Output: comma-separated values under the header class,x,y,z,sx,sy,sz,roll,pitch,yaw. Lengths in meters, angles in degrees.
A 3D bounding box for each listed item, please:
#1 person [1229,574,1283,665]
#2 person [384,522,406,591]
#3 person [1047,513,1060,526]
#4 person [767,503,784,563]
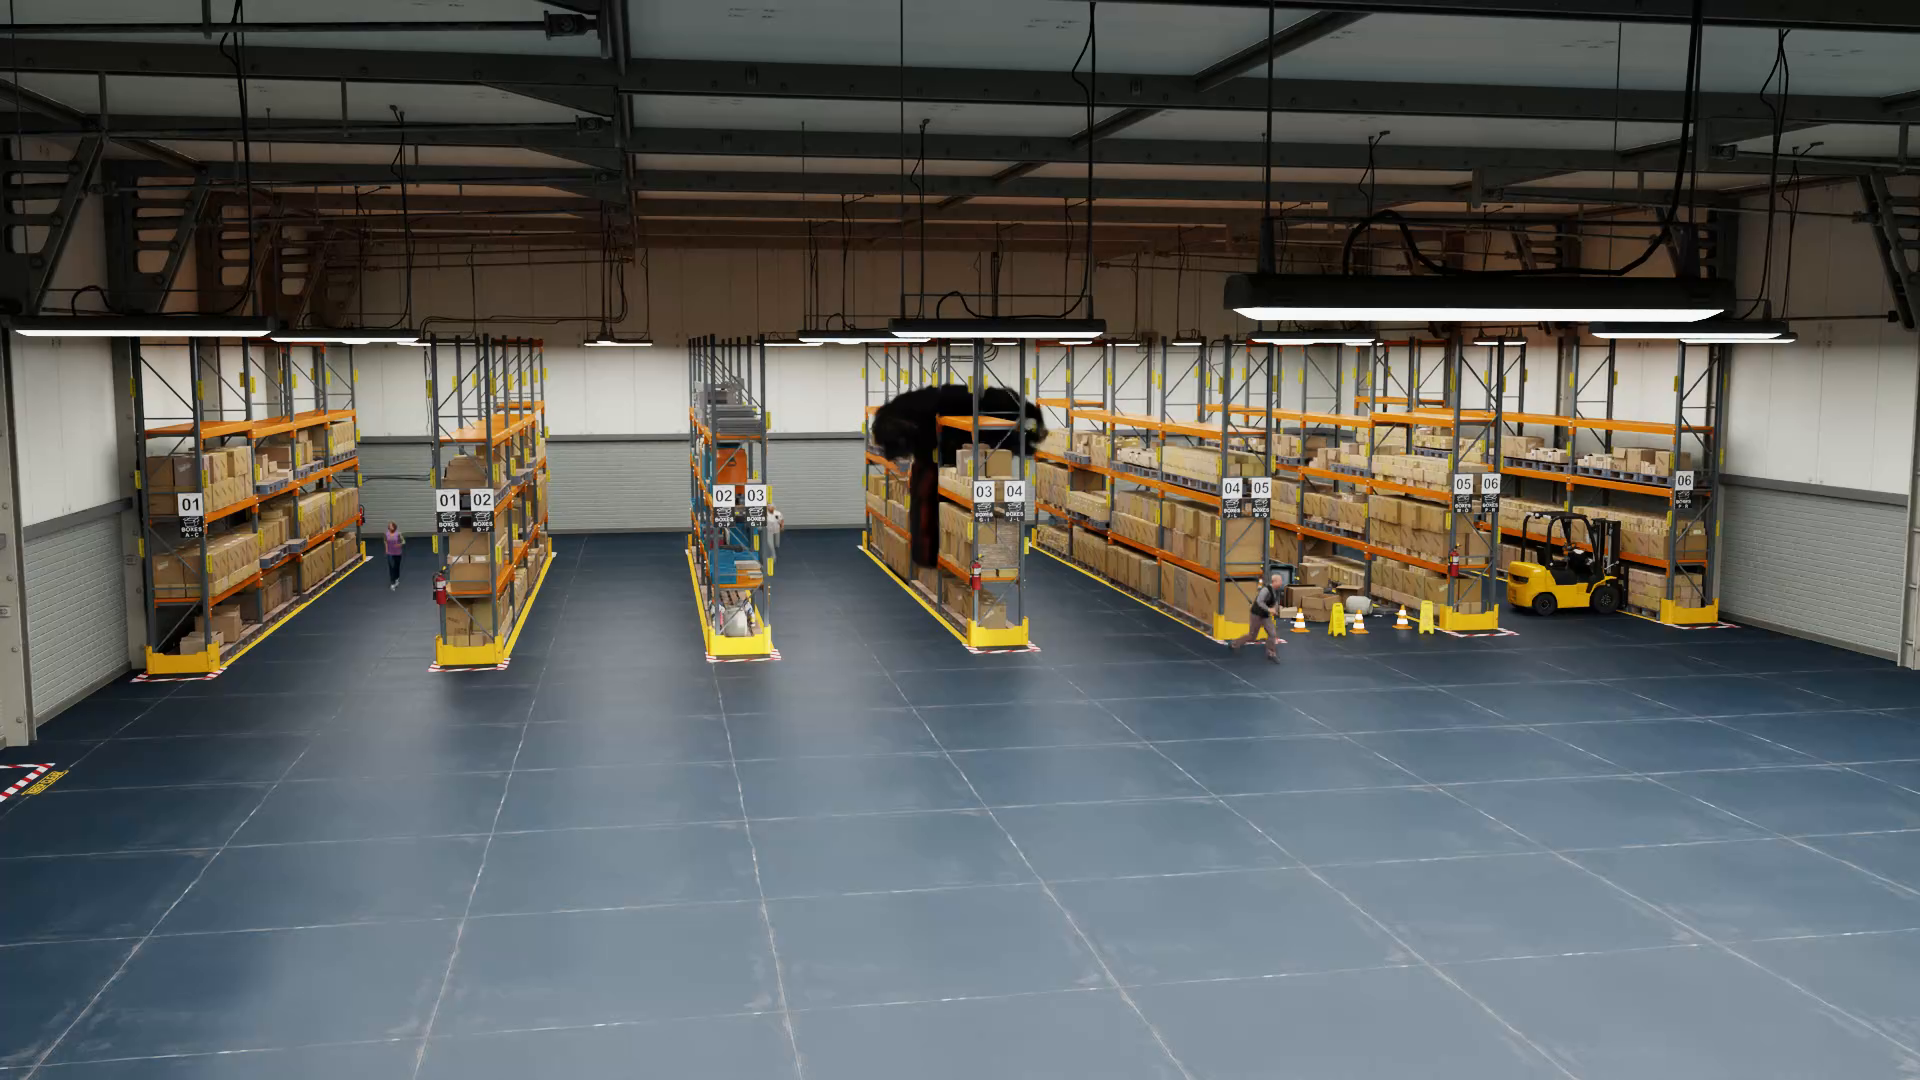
class,x,y,z,sx,sy,sz,roll,pitch,yaw
person,5.438,1.435,30.498,1.007,1.683,0.697,3,7,27
person,-13.555,0.362,39.893,0.525,1.611,0.820,-1,7,-12
person,2.874,-0.830,49.750,0.580,1.717,0.699,-2,7,-19
person,-5.058,-0.192,44.877,0.637,1.630,0.647,-2,7,-14
